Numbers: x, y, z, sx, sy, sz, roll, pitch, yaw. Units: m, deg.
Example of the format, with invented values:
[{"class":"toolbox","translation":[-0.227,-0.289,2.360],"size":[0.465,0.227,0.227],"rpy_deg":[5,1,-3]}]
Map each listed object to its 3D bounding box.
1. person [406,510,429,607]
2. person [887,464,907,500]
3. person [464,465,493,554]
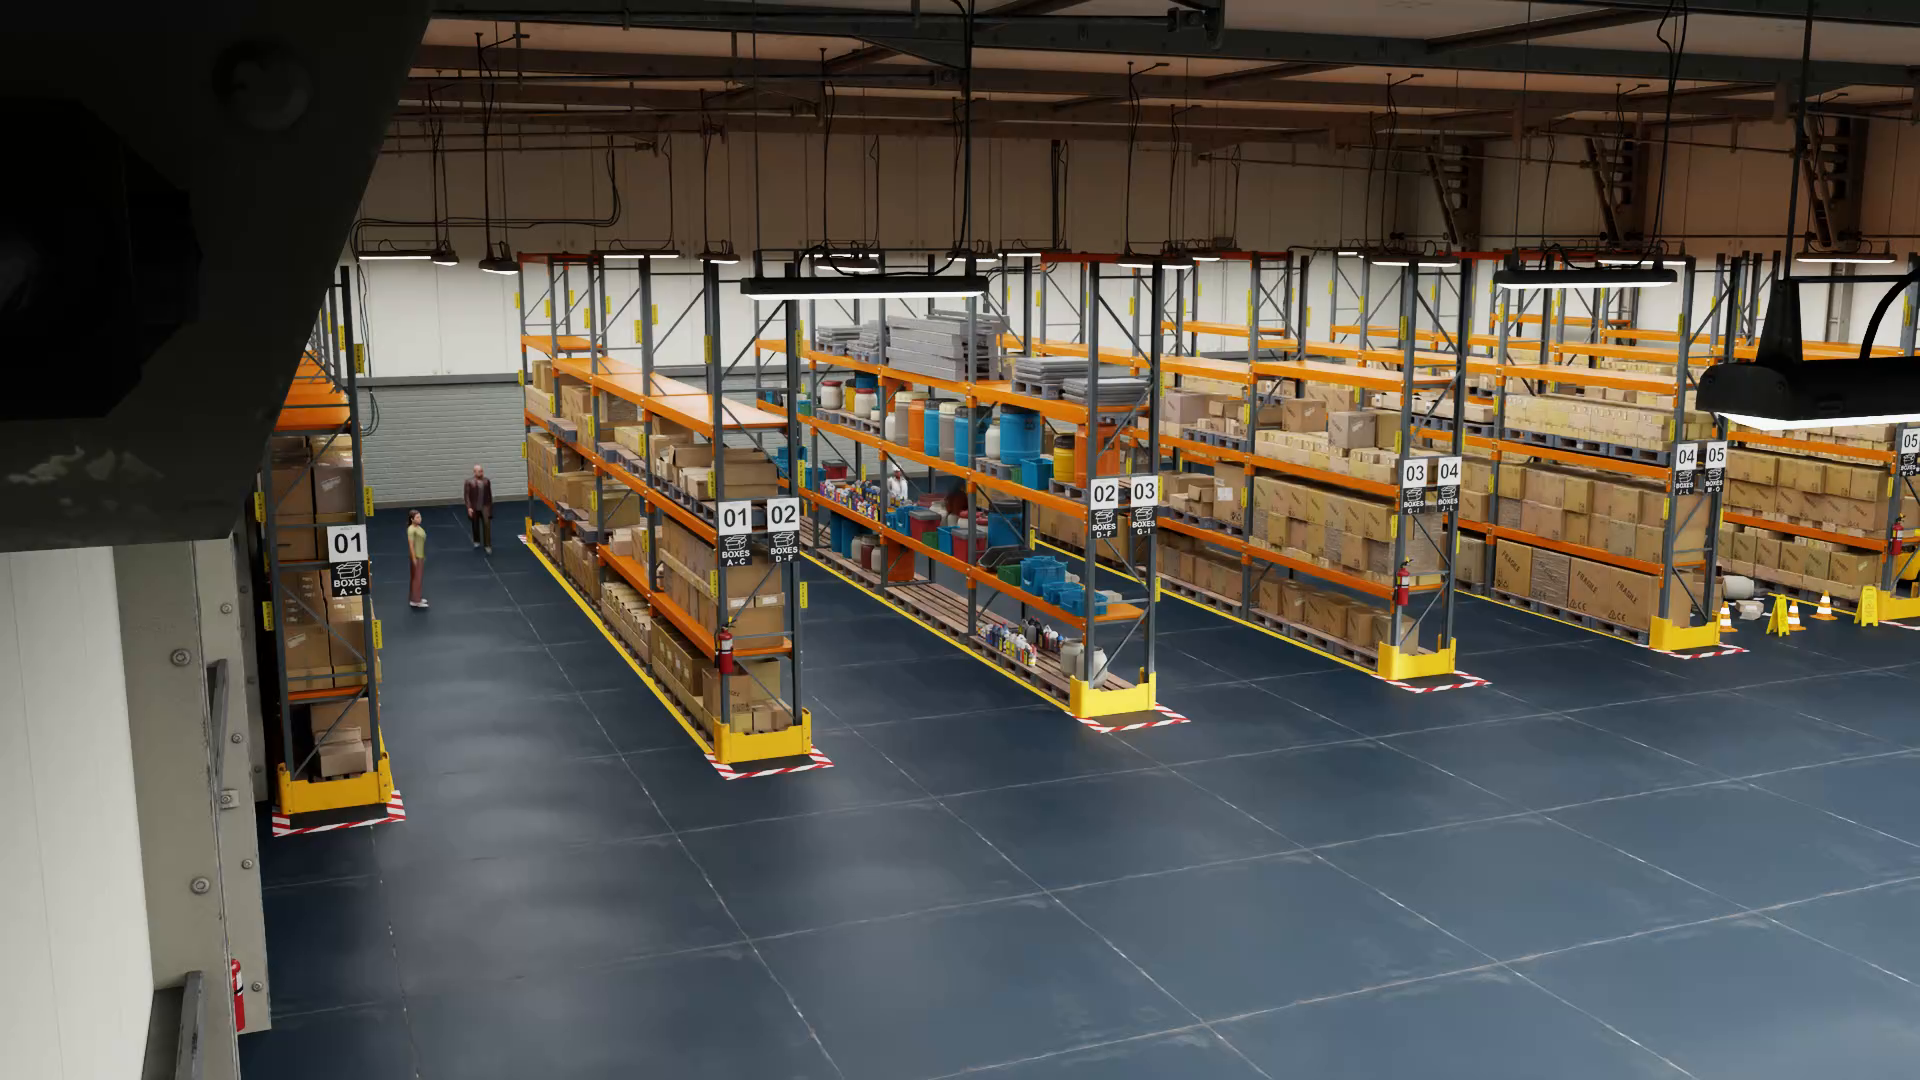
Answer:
[{"class":"person","translation":[-9.391,0.318,28.757],"size":[0.351,1.708,0.460],"rpy_deg":[-4,11,-19]},{"class":"person","translation":[-1.287,-0.713,34.150],"size":[0.586,1.742,0.951],"rpy_deg":[-7,12,-33]},{"class":"person","translation":[-9.733,-0.647,33.649],"size":[0.574,1.743,1.066],"rpy_deg":[-4,11,-21]}]
